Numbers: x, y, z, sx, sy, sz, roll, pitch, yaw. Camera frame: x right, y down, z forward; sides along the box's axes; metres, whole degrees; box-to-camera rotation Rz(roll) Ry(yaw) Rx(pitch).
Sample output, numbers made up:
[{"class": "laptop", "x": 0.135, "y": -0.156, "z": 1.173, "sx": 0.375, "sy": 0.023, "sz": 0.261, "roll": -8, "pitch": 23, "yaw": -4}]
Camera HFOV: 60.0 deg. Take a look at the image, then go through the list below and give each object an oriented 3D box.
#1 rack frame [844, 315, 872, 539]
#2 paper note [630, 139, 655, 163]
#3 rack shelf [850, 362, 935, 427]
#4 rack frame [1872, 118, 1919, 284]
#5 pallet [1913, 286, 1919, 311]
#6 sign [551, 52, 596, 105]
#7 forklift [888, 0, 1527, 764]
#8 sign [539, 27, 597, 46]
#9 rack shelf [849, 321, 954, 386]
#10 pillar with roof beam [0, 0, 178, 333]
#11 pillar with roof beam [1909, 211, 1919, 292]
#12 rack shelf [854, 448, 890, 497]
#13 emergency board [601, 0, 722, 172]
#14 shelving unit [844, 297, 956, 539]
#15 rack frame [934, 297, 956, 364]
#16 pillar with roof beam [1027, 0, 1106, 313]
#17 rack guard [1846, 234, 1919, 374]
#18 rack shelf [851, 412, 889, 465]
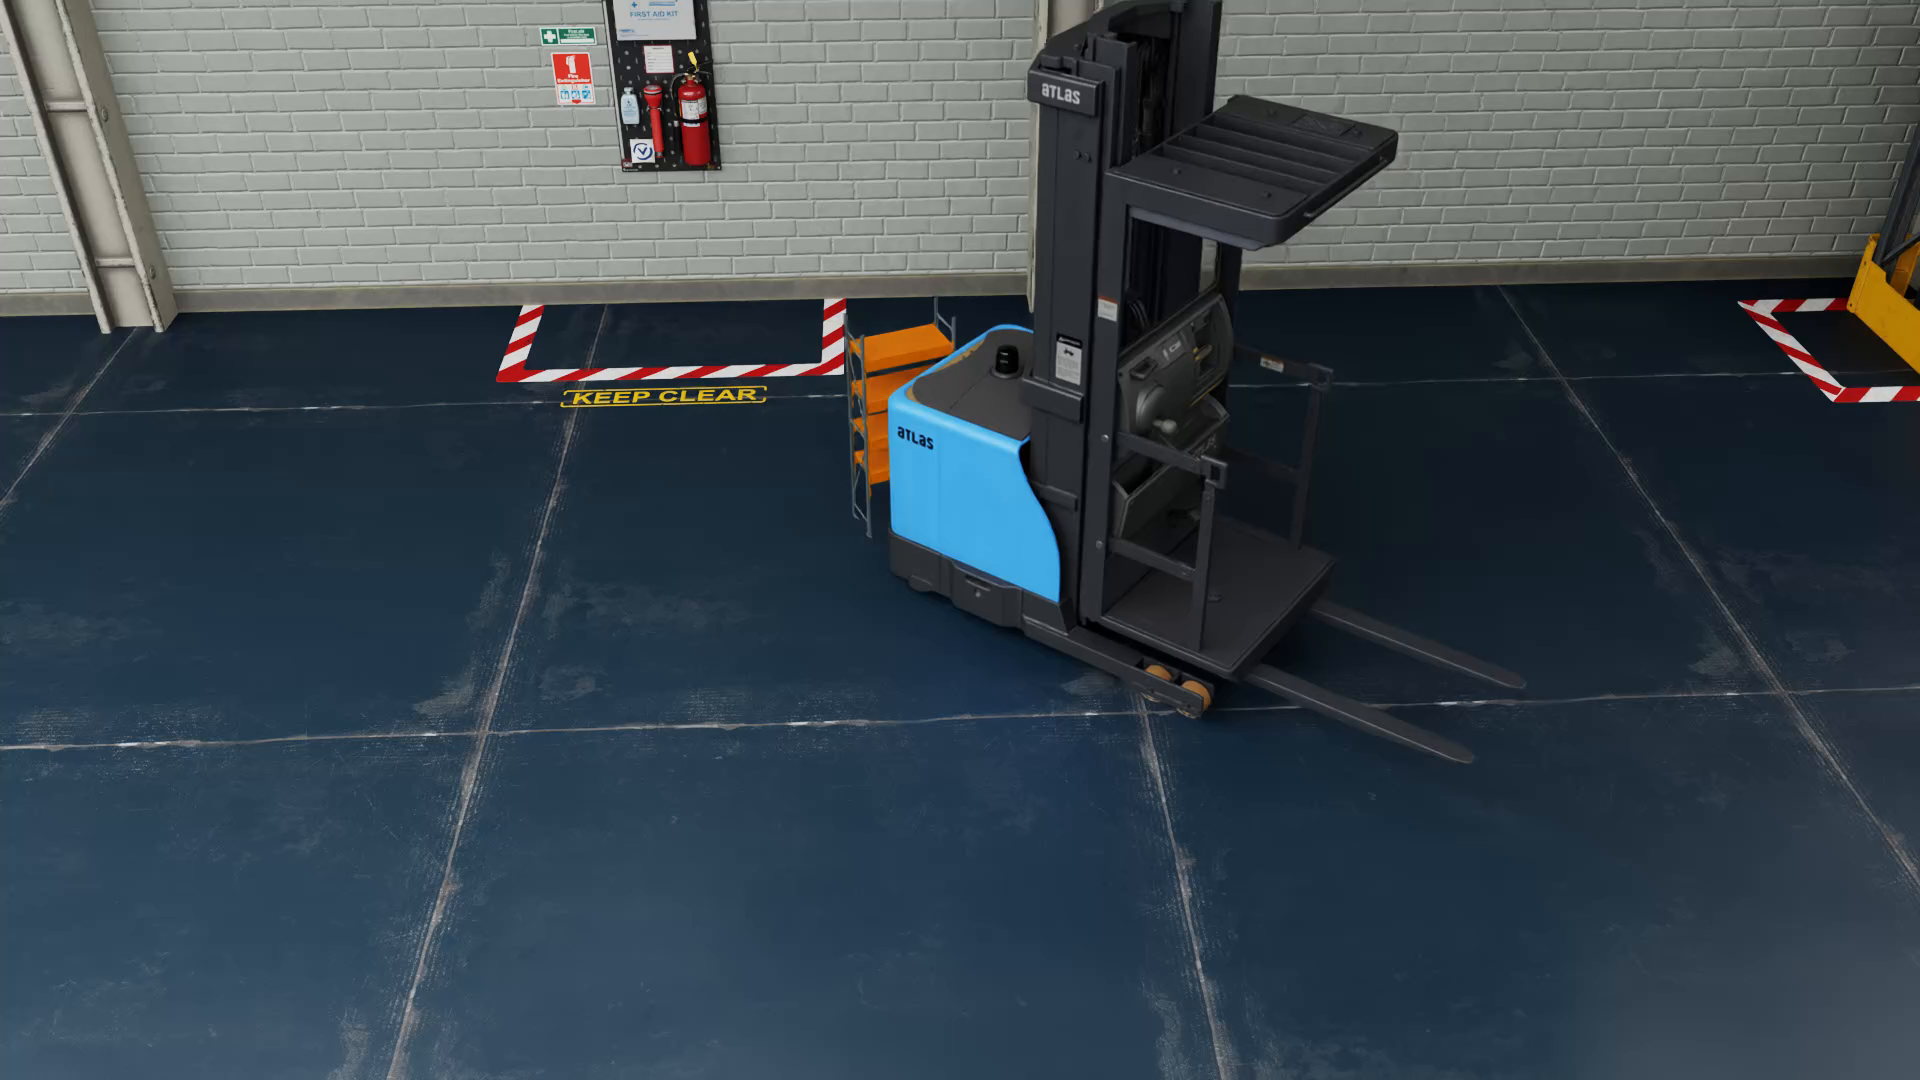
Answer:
[{"class": "rack frame", "x": -0.523, "y": -0.565, "z": 8.548, "sx": 0.015, "sy": 1.200, "sz": 0.240, "roll": -14, "pitch": 37, "yaw": -19}, {"class": "paper note", "x": -1.997, "y": -2.447, "z": 10.461, "sx": 0.142, "sy": 0.148, "sz": 0.016, "roll": -2, "pitch": 35, "yaw": -2}, {"class": "rack shelf", "x": -0.300, "y": -0.750, "z": 8.540, "sx": 0.480, "sy": 0.148, "sz": 0.258, "roll": -14, "pitch": 37, "yaw": -19}, {"class": "rack frame", "x": 5.988, "y": -2.471, "z": 9.721, "sx": 0.127, "sy": 3.000, "sz": 1.000, "roll": -2, "pitch": 35, "yaw": -2}, {"class": "pallet", "x": 6.877, "y": -1.328, "z": 10.520, "sx": 1.213, "sy": 0.211, "sz": 1.003, "roll": -2, "pitch": 35, "yaw": -2}, {"class": "sign", "x": -2.374, "y": -2.833, "z": 10.213, "sx": 0.234, "sy": 0.329, "sz": 0.001, "roll": -2, "pitch": 35, "yaw": -2}, {"class": "forklift", "x": 1.129, "y": -0.737, "z": 7.275, "sx": 3.031, "sy": 2.935, "sz": 1.130, "roll": 23, "pitch": 41, "yaw": 29}, {"class": "sign", "x": -2.369, "y": -3.046, "z": 10.055, "sx": 0.331, "sy": 0.109, "sz": 0.001, "roll": -2, "pitch": 35, "yaw": -2}, {"class": "rack shelf", "x": -0.300, "y": -0.944, "z": 8.405, "sx": 0.480, "sy": 0.148, "sz": 0.258, "roll": -14, "pitch": 37, "yaw": -19}, {"class": "pillar with roof beam", "x": -5.136, "y": -2.678, "z": 4.748, "sx": 0.400, "sy": 9.000, "sz": 9.100, "roll": -2, "pitch": 35, "yaw": -2}, {"class": "pillar with roof beam", "x": 6.850, "y": -3.001, "z": 5.215, "sx": 0.400, "sy": 9.000, "sz": 9.100, "roll": -2, "pitch": 35, "yaw": -2}, {"class": "rack shelf", "x": -0.300, "y": -0.402, "z": 8.780, "sx": 0.480, "sy": 0.148, "sz": 0.258, "roll": -14, "pitch": 37, "yaw": -19}, {"class": "emergency board", "x": -1.817, "y": -2.775, "z": 10.160, "sx": 0.643, "sy": 1.169, "sz": 0.194, "roll": -2, "pitch": 35, "yaw": -2}, {"class": "shelving unit", "x": -0.300, "y": -0.621, "z": 8.629, "sx": 0.503, "sy": 1.200, "sz": 0.258, "roll": -14, "pitch": 37, "yaw": -19}, {"class": "rack frame", "x": -0.077, "y": -0.677, "z": 8.710, "sx": 0.015, "sy": 1.200, "sz": 0.240, "roll": -14, "pitch": 37, "yaw": -19}, {"class": "pillar with roof beam", "x": 0.857, "y": -2.840, "z": 4.982, "sx": 0.400, "sy": 9.000, "sz": 9.100, "roll": -2, "pitch": 35, "yaw": -2}, {"class": "rack guard", "x": 6.064, "y": -1.445, "z": 10.435, "sx": 0.348, "sy": 0.500, "sz": 1.175, "roll": -2, "pitch": 35, "yaw": -2}, {"class": "rack shelf", "x": -0.300, "y": -0.566, "z": 8.667, "sx": 0.480, "sy": 0.148, "sz": 0.258, "roll": -14, "pitch": 37, "yaw": -19}]
